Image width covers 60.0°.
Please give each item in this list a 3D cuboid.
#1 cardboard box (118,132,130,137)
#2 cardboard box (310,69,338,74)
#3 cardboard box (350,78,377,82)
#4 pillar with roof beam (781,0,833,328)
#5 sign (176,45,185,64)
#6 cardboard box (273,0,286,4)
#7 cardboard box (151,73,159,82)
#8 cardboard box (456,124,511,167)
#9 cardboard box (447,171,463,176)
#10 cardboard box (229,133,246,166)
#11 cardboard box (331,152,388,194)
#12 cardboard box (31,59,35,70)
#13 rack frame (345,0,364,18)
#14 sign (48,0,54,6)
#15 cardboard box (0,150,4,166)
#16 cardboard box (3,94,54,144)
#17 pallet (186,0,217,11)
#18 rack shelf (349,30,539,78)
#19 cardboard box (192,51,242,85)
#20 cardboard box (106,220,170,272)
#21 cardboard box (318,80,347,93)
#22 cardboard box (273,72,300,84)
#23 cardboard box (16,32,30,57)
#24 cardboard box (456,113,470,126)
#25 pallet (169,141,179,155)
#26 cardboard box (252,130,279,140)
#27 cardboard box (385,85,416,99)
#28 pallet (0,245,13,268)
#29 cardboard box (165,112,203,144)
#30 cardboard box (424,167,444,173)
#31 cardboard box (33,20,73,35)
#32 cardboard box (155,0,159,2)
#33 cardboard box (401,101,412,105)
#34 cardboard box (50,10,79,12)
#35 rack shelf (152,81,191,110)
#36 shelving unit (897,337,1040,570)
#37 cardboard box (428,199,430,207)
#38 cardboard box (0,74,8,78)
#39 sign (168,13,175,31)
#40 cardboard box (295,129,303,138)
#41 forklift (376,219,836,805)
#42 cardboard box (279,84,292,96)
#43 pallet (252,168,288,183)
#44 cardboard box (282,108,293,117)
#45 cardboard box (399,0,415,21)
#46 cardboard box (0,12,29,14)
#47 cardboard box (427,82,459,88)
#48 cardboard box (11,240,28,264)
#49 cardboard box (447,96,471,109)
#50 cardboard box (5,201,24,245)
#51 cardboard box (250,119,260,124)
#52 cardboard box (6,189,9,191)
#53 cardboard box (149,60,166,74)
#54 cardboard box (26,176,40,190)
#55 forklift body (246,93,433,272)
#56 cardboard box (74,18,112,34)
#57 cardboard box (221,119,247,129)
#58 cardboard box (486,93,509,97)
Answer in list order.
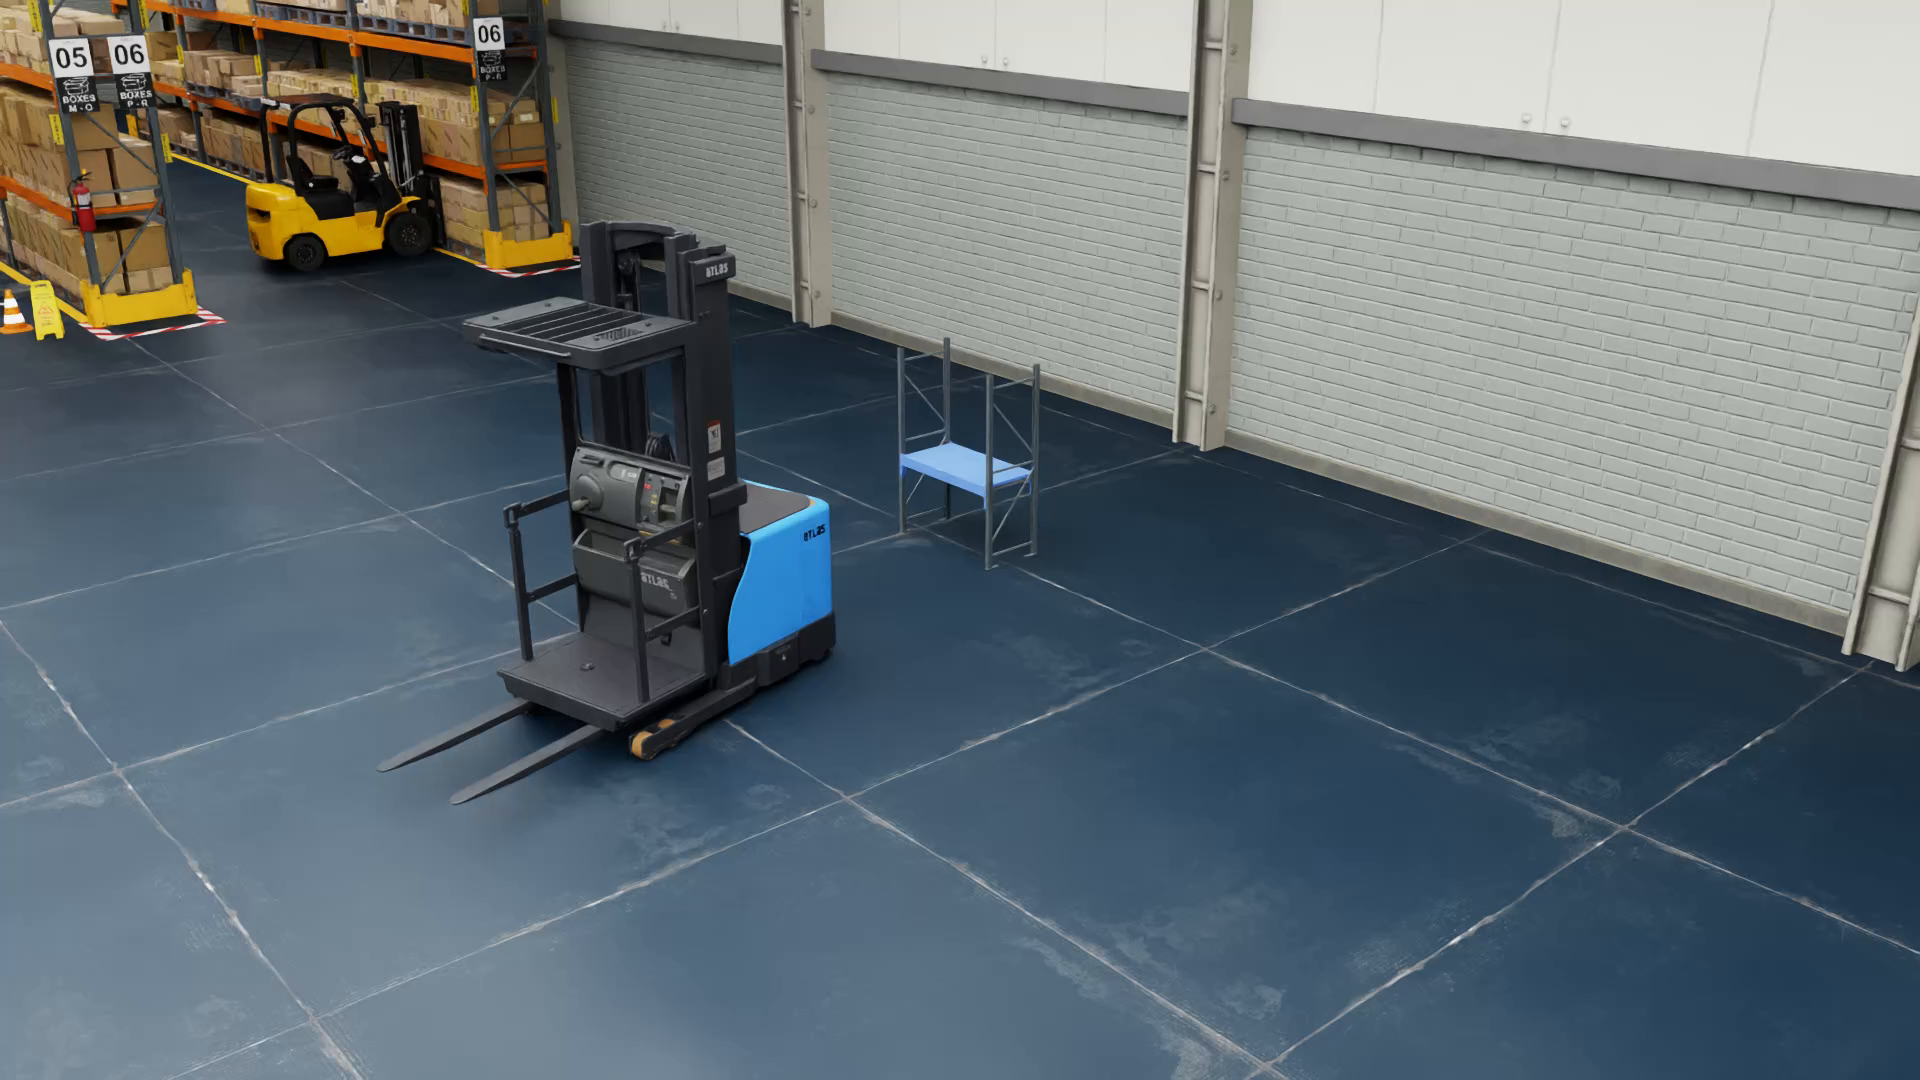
[{"bbox_3d":[-10.400,-4.677,20.267,0.500,0.500,0.500,-18,28,-38],"label":"cardboard box"},{"bbox_3d":[-10.469,-7.666,27.417,0.380,0.149,0.250,-17,27,-36],"label":"cardboard box"},{"bbox_3d":[-9.339,-7.161,26.129,0.380,0.149,0.250,-18,27,-38],"label":"cardboard box"},{"bbox_3d":[-4.985,-5.712,15.230,9.100,9.000,0.400,-17,27,-37],"label":"pillar with roof beam"},{"bbox_3d":[-14.108,-8.782,30.106,0.100,0.325,0.005,-17,27,-37],"label":"sign"},{"bbox_3d":[-10.397,-8.717,26.163,0.700,0.500,0.500,-18,28,-38],"label":"cardboard box"},{"bbox_3d":[-15.315,-8.906,31.955,0.380,0.149,0.250,-17,27,-36],"label":"cardboard box"},{"bbox_3d":[-6.389,-5.315,22.303,0.500,0.500,0.500,-18,28,-39],"label":"cardboard box"},{"bbox_3d":[-7.015,-5.174,23.906,0.500,0.250,0.500,-18,28,-38],"label":"cardboard box"},{"bbox_3d":[-12.545,-6.926,29.406,0.500,0.500,0.500,-19,28,-39],"label":"cardboard box"},{"bbox_3d":[-9.329,-5.747,26.225,0.875,0.625,0.625,-18,28,-38],"label":"cardboard box"},{"bbox_3d":[-10.406,-5.466,19.059,0.380,0.149,0.250,-16,27,-36],"label":"cardboard box"},{"bbox_3d":[-8.480,-9.093,23.861,1.000,3.000,0.127,-17,27,-37],"label":"rack frame"},{"bbox_3d":[-11.831,-6.886,21.630,0.100,0.325,0.005,-17,27,-37],"label":"sign"},{"bbox_3d":[-12.161,-5.114,21.384,0.500,0.500,0.500,-18,27,-38],"label":"cardboard box"},{"bbox_3d":[-10.861,-5.010,19.746,0.700,0.500,0.500,-18,28,-38],"label":"cardboard box"},{"bbox_3d":[-12.650,-9.337,28.853,1.213,0.211,1.003,-17,27,-37],"label":"pallet"},{"bbox_3d":[-7.174,-6.809,23.129,1.077,0.370,4.000,-17,27,-37],"label":"rack shelf"},{"bbox_3d":[-13.217,-8.422,29.661,0.700,0.500,0.500,-17,27,-37],"label":"cardboard box"},{"bbox_3d":[-9.960,-3.572,20.156,0.500,0.500,0.500,-19,28,-39],"label":"cardboard box"},{"bbox_3d":[-9.727,-7.036,25.808,0.380,0.149,0.250,-17,27,-37],"label":"cardboard box"},{"bbox_3d":[-10.930,-7.522,27.049,0.380,0.149,0.250,-17,27,-36],"label":"cardboard box"},{"bbox_3d":[-10.482,-5.697,19.101,0.500,0.250,0.500,-18,28,-38],"label":"cardboard box"},{"bbox_3d":[-6.496,-5.636,22.234,0.380,0.149,0.250,-17,27,-37],"label":"cardboard box"},{"bbox_3d":[-14.950,-7.739,32.453,1.003,0.211,1.213,-17,27,-37],"label":"pallet"},{"bbox_3d":[-11.945,-6.966,28.619,0.380,0.149,0.250,-19,28,-39],"label":"cardboard box"},{"bbox_3d":[-7.994,-6.414,23.811,0.380,0.149,0.250,-17,27,-36],"label":"cardboard box"},{"bbox_3d":[-12.747,-4.034,22.993,1.003,0.211,1.213,-17,27,-37],"label":"pallet"},{"bbox_3d":[-14.779,-7.923,31.952,0.700,0.500,0.500,-19,28,-39],"label":"cardboard box"},{"bbox_3d":[-7.742,-5.194,23.955,0.500,0.250,0.500,-16,27,-36],"label":"cardboard box"},{"bbox_3d":[-10.210,-5.767,18.732,0.380,0.149,0.250,-17,27,-37],"label":"cardboard box"},{"bbox_3d":[-14.643,-10.032,30.717,0.380,0.149,0.250,-18,27,-38],"label":"cardboard box"},{"bbox_3d":[-7.657,-6.137,23.514,0.380,0.149,0.250,-19,28,-39],"label":"cardboard box"},{"bbox_3d":[-10.967,-6.390,20.324,0.380,0.149,0.250,-17,27,-37],"label":"cardboard box"},{"bbox_3d":[-15.007,-8.728,32.141,1.077,0.370,4.000,-17,27,-37],"label":"rack shelf"},{"bbox_3d":[0.056,-0.675,12.650,0.538,1.500,1.048,-17,27,-37],"label":"shelving unit"},{"bbox_3d":[-7.419,-4.821,23.688,0.500,0.250,0.500,-18,27,-38],"label":"cardboard box"},{"bbox_3d":[-13.567,-6.520,23.508,0.380,0.149,0.250,-19,28,-40],"label":"cardboard box"},{"bbox_3d":[-15.879,-10.428,33.475,0.100,0.325,0.005,-17,27,-37],"label":"sign"},{"bbox_3d":[-11.348,-7.037,28.799,0.380,0.149,0.250,-16,27,-36],"label":"cardboard box"},{"bbox_3d":[-2.080,-0.280,9.679,1.130,2.935,3.031,14,26,32],"label":"forklift"},{"bbox_3d":[-10.660,-7.249,26.898,0.500,0.250,0.500,-16,27,-36],"label":"cardboard box"},{"bbox_3d":[-11.549,-6.322,28.835,1.003,0.211,1.213,-17,27,-37],"label":"pallet"},{"bbox_3d":[-10.662,-7.014,26.985,0.500,0.250,0.500,-18,28,-39],"label":"cardboard box"},{"bbox_3d":[-7.288,-7.423,22.857,0.797,0.503,0.637,-16,27,-36],"label":"cardboard box"},{"bbox_3d":[-11.388,-6.257,19.983,0.380,0.149,0.250,-18,28,-38],"label":"cardboard box"},{"bbox_3d":[-7.516,-6.567,24.204,0.380,0.149,0.250,-18,28,-38],"label":"cardboard box"},{"bbox_3d":[-12.057,-3.805,21.781,0.500,0.250,0.500,-19,28,-40],"label":"cardboard box"},{"bbox_3d":[-6.744,-5.944,22.612,0.380,0.149,0.250,-17,27,-37],"label":"cardboard box"},{"bbox_3d":[-12.057,-4.154,21.644,0.500,0.500,0.500,-16,26,-35],"label":"cardboard box"},{"bbox_3d":[-12.576,-7.521,30.035,0.380,0.149,0.250,-17,27,-36],"label":"cardboard box"},{"bbox_3d":[-14.487,-5.036,24.756,0.950,0.372,0.625,-20,29,-41],"label":"cardboard box"},{"bbox_3d":[-15.208,-9.080,31.851,0.500,0.250,0.500,-18,28,-39],"label":"cardboard box"},{"bbox_3d":[-11.261,-4.418,20.496,0.380,0.149,0.250,-18,27,-38],"label":"cardboard box"},{"bbox_3d":[-8.488,-4.889,22.517,2.313,2.155,1.214,-17,27,-37],"label":"forklift body"},{"bbox_3d":[-9.880,-5.876,19.011,0.380,0.149,0.250,-18,27,-38],"label":"cardboard box"},{"bbox_3d":[-13.064,-7.483,29.937,0.380,0.149,0.250,-18,28,-38],"label":"cardboard box"},{"bbox_3d":[-6.405,-6.047,22.876,0.380,0.149,0.250,-17,27,-37],"label":"cardboard box"}]
